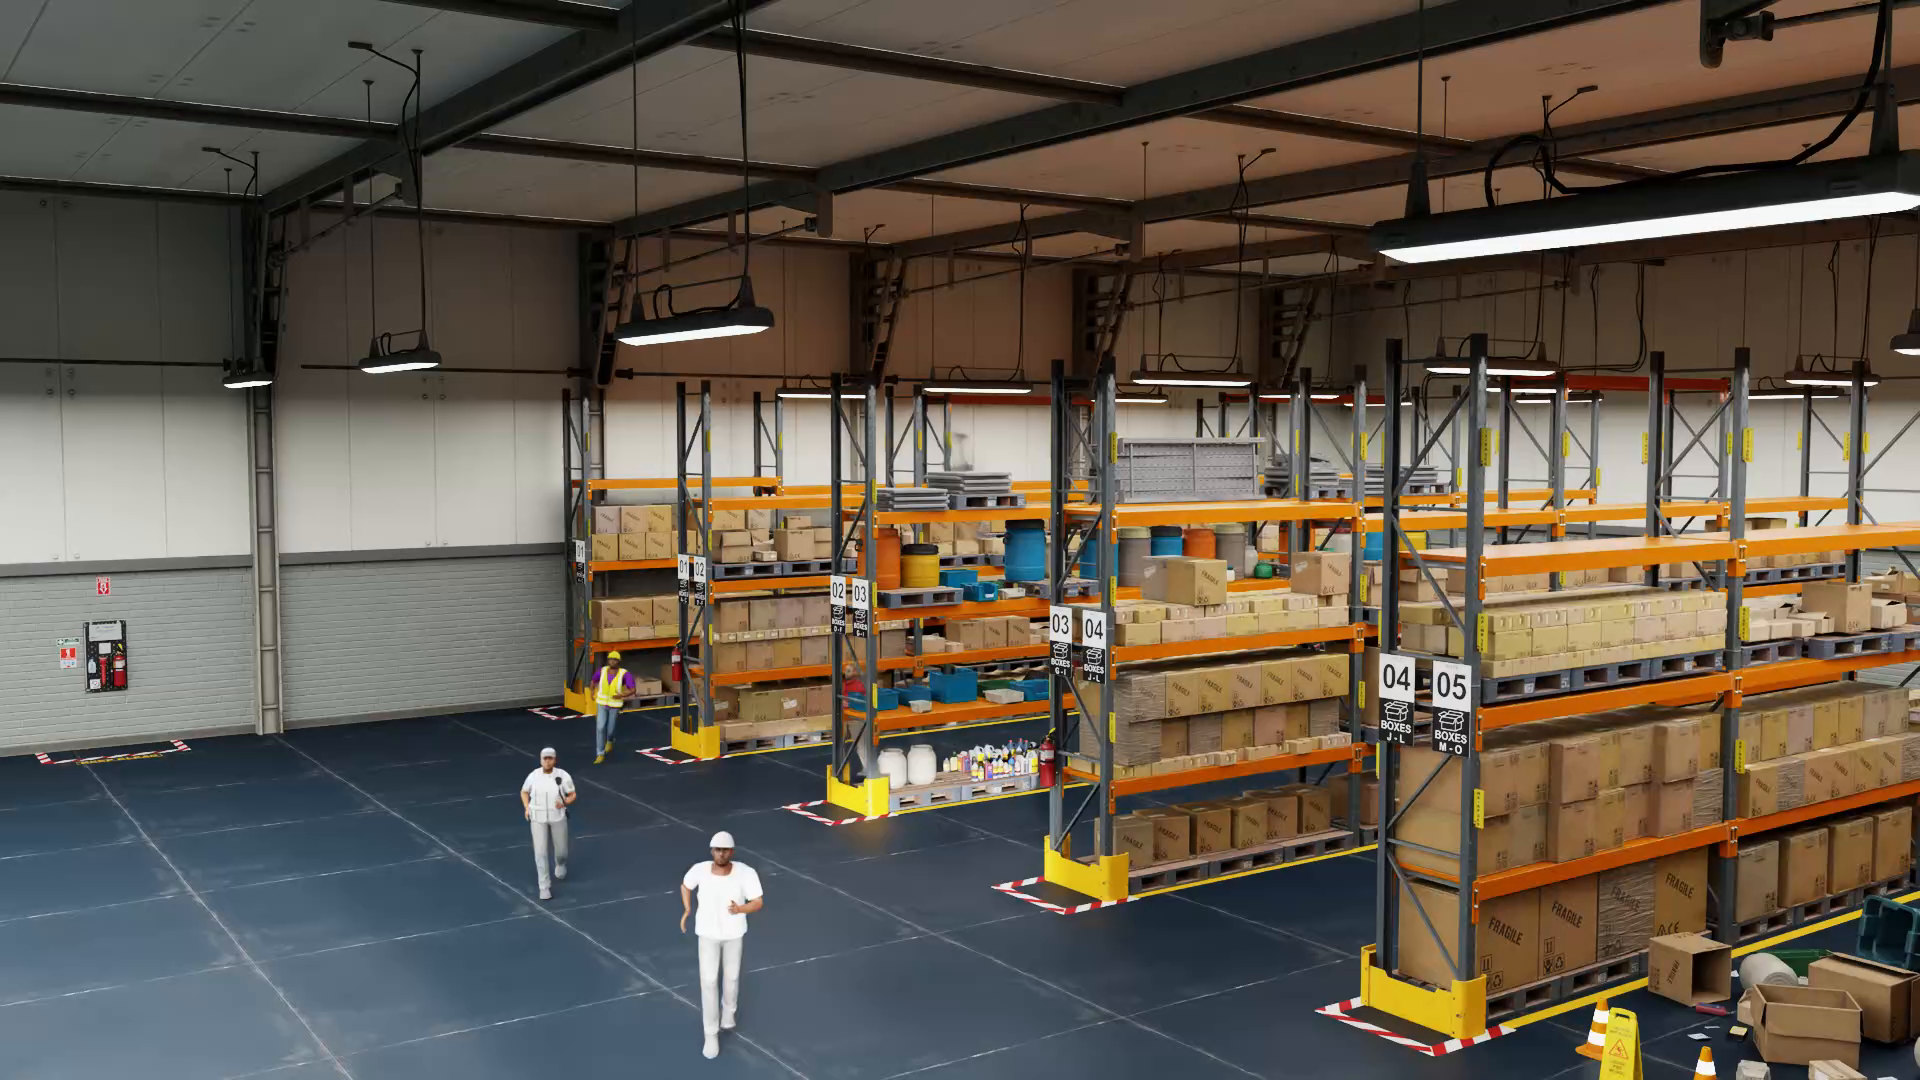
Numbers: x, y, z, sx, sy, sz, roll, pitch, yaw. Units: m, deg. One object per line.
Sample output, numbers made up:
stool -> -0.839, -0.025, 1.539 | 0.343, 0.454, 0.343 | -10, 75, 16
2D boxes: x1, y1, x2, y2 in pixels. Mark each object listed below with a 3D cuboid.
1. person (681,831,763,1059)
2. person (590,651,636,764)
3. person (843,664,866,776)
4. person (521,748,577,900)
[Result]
person -> -2.011, 3.358, 14.070 | 0.693, 1.806, 0.808 | -1, 4, -8
person -> -5.514, 2.625, 26.374 | 0.744, 1.749, 0.837 | 0, 4, 1
person -> -1.598, 2.717, 24.676 | 0.652, 1.784, 0.788 | 3, 5, 36
person -> -4.628, 3.145, 18.710 | 0.620, 1.633, 0.813 | -1, 4, -12
